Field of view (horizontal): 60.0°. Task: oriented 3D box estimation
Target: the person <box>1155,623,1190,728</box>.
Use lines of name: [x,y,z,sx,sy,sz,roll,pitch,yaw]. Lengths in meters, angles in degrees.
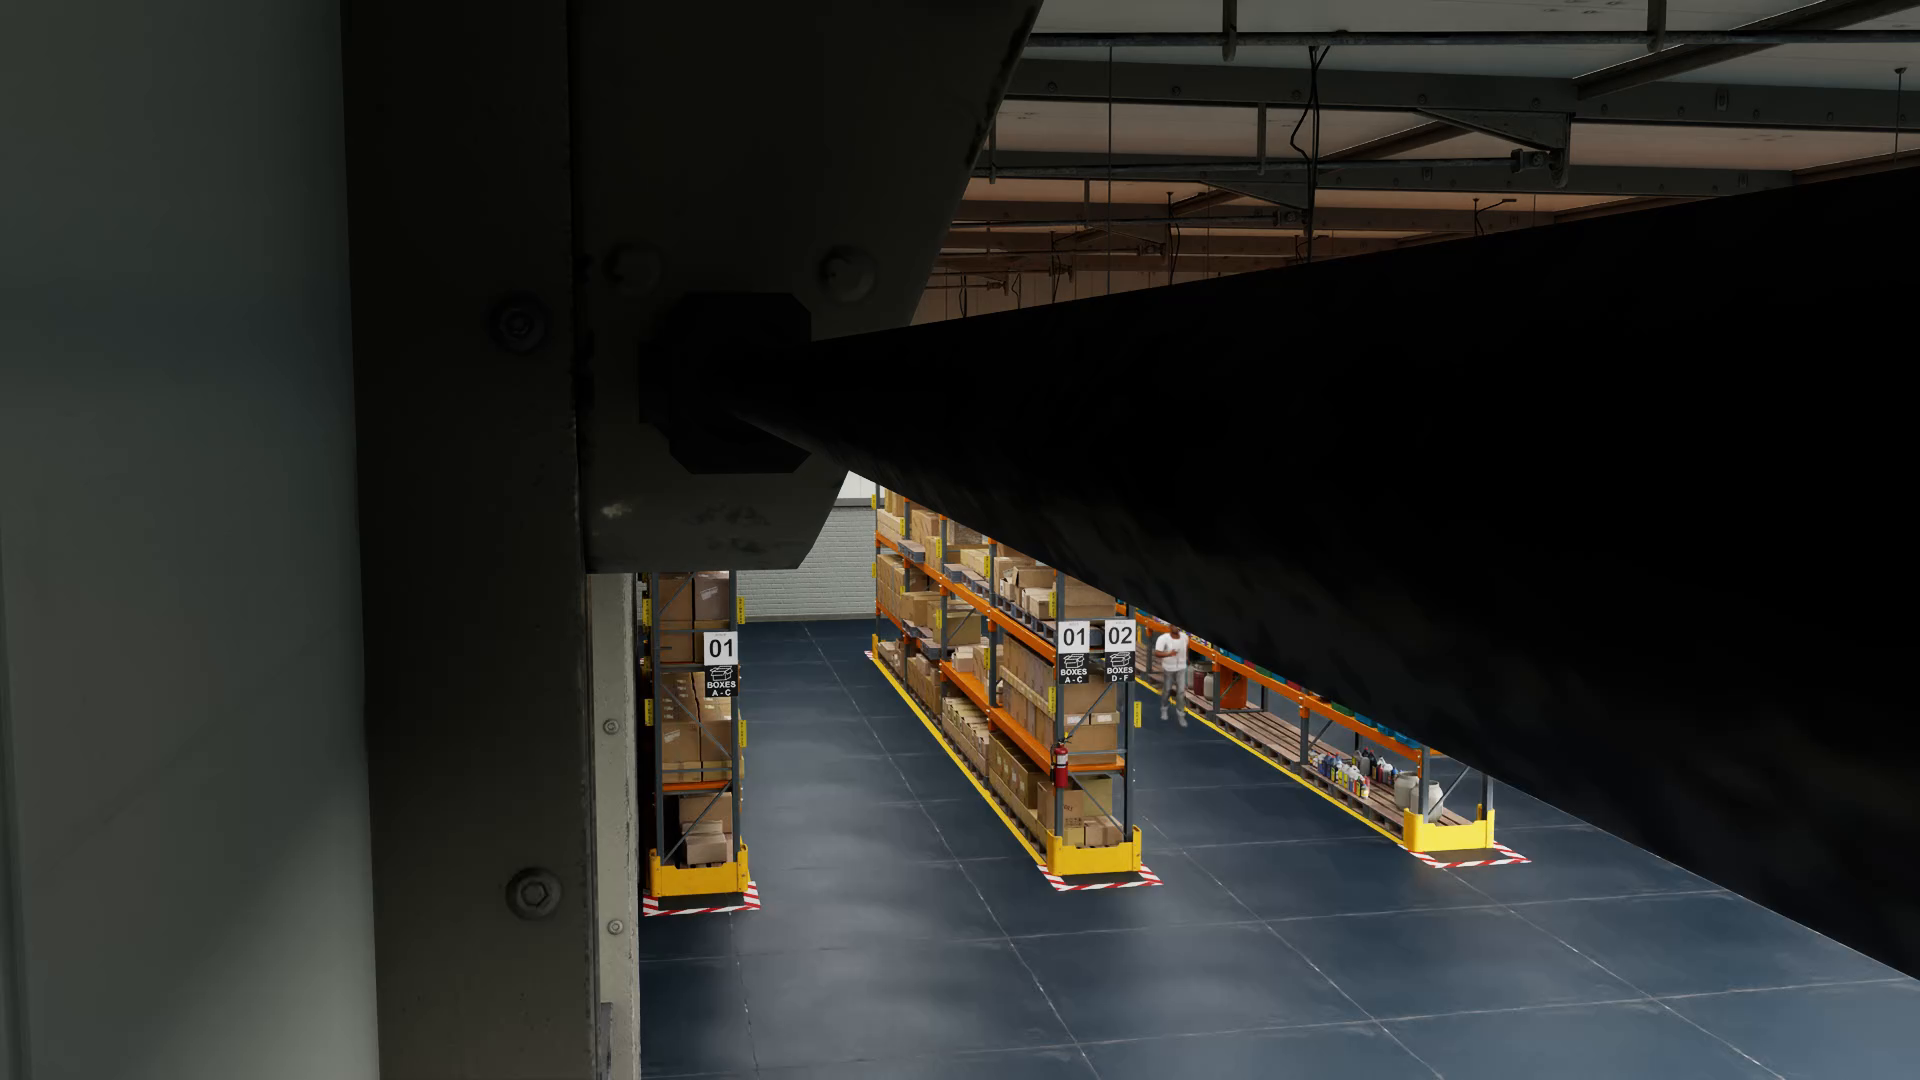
person: [3.642,2.234,28.408,0.703,1.837,0.780,-1,6,-11]
